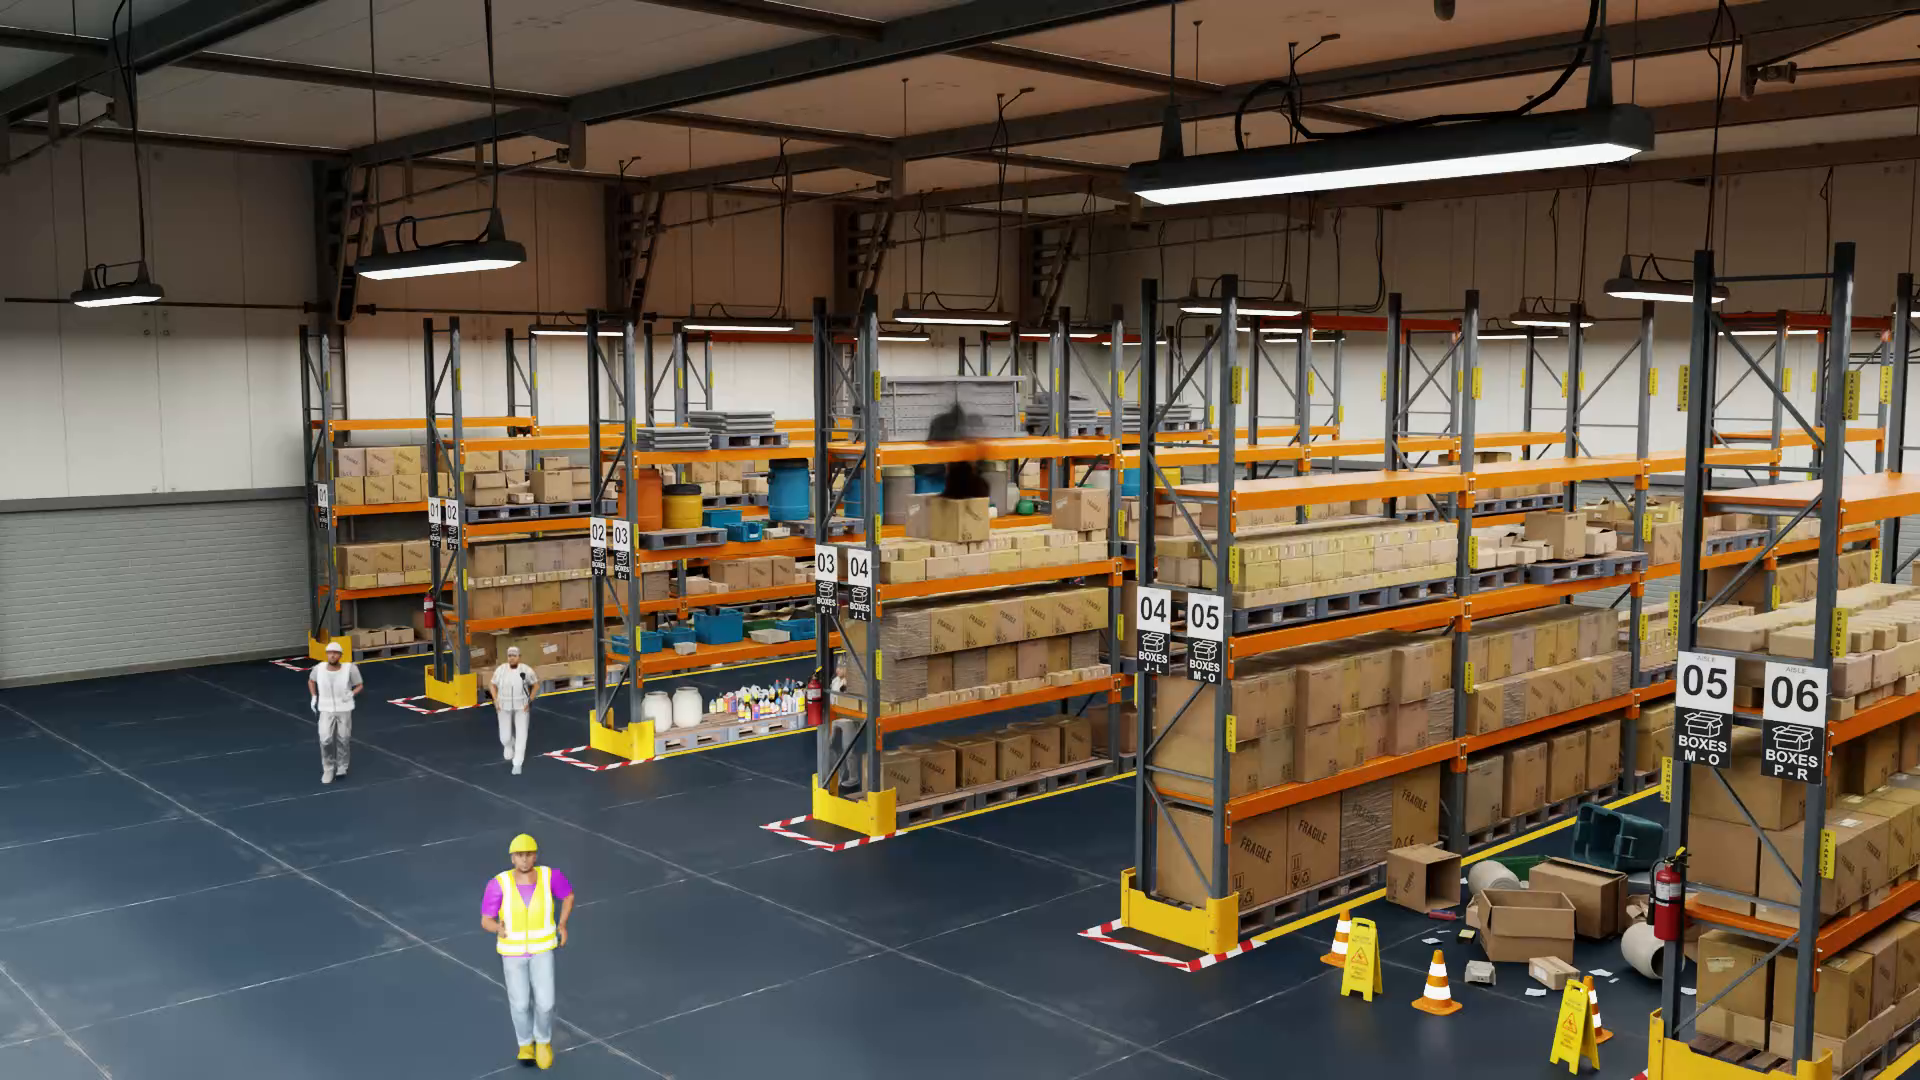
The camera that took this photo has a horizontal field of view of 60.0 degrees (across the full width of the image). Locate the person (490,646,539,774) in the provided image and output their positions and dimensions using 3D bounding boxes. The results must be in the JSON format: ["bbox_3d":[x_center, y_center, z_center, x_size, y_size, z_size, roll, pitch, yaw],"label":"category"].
[{"bbox_3d":[-5.793,2.187,21.647,0.622,1.655,0.601,-2,6,-16],"label":"person"}]

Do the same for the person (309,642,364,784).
[{"bbox_3d":[-7.861,2.179,20.959,0.670,1.804,0.722,-2,6,-17],"label":"person"}]

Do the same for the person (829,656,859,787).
[{"bbox_3d":[-1.478,2.249,20.527,0.598,1.669,0.608,4,7,36],"label":"person"}]

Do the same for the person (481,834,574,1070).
[{"bbox_3d":[-3.183,3.059,12.283,0.677,1.772,0.649,-1,6,-14],"label":"person"}]
